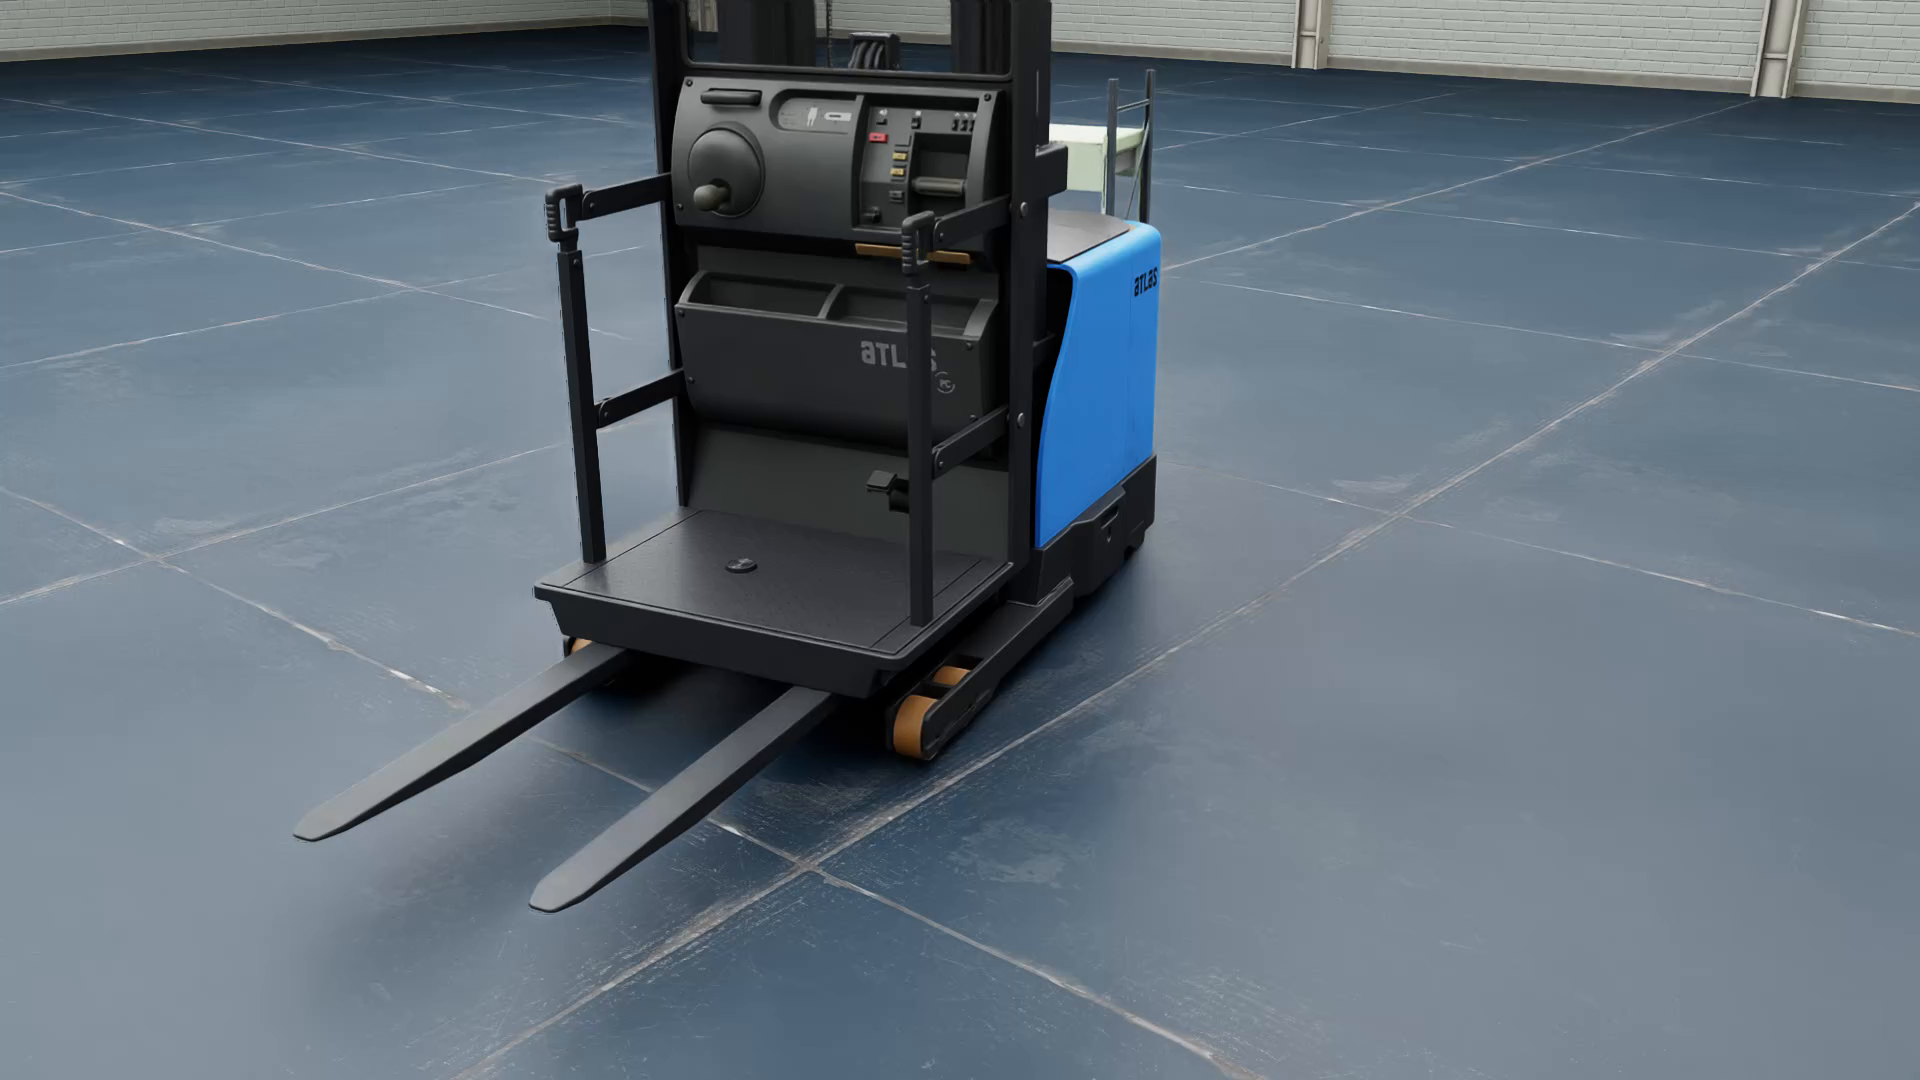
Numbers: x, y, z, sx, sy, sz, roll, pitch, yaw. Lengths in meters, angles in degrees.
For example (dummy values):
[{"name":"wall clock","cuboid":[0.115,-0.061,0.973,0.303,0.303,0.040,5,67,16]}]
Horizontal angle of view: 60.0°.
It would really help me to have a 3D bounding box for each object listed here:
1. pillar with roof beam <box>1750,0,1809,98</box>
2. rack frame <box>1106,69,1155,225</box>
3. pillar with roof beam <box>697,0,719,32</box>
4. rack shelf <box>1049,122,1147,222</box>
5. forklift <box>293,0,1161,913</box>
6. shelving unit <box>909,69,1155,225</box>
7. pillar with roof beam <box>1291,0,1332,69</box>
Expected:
[{"name":"pillar with roof beam","cuboid":[6.748,-8.215,14.700,0.400,9.000,9.100,16,26,36]},{"name":"rack frame","cuboid":[0.571,-0.840,5.770,0.023,1.500,0.400,9,23,24]},{"name":"pillar with roof beam","cuboid":[-7.197,-12.231,25.350,0.400,9.000,9.100,16,26,36]},{"name":"rack shelf","cuboid":[0.241,-1.260,5.779,0.720,0.370,0.431,9,23,24]},{"name":"forklift","cuboid":[-0.429,-0.989,4.137,1.130,2.935,3.031,9,23,24]},{"name":"shelving unit","cuboid":[0.241,-0.895,5.916,0.755,1.500,0.431,9,23,24]},{"name":"pillar with roof beam","cuboid":[2.100,-9.554,18.250,0.400,9.000,9.100,16,26,36]}]
